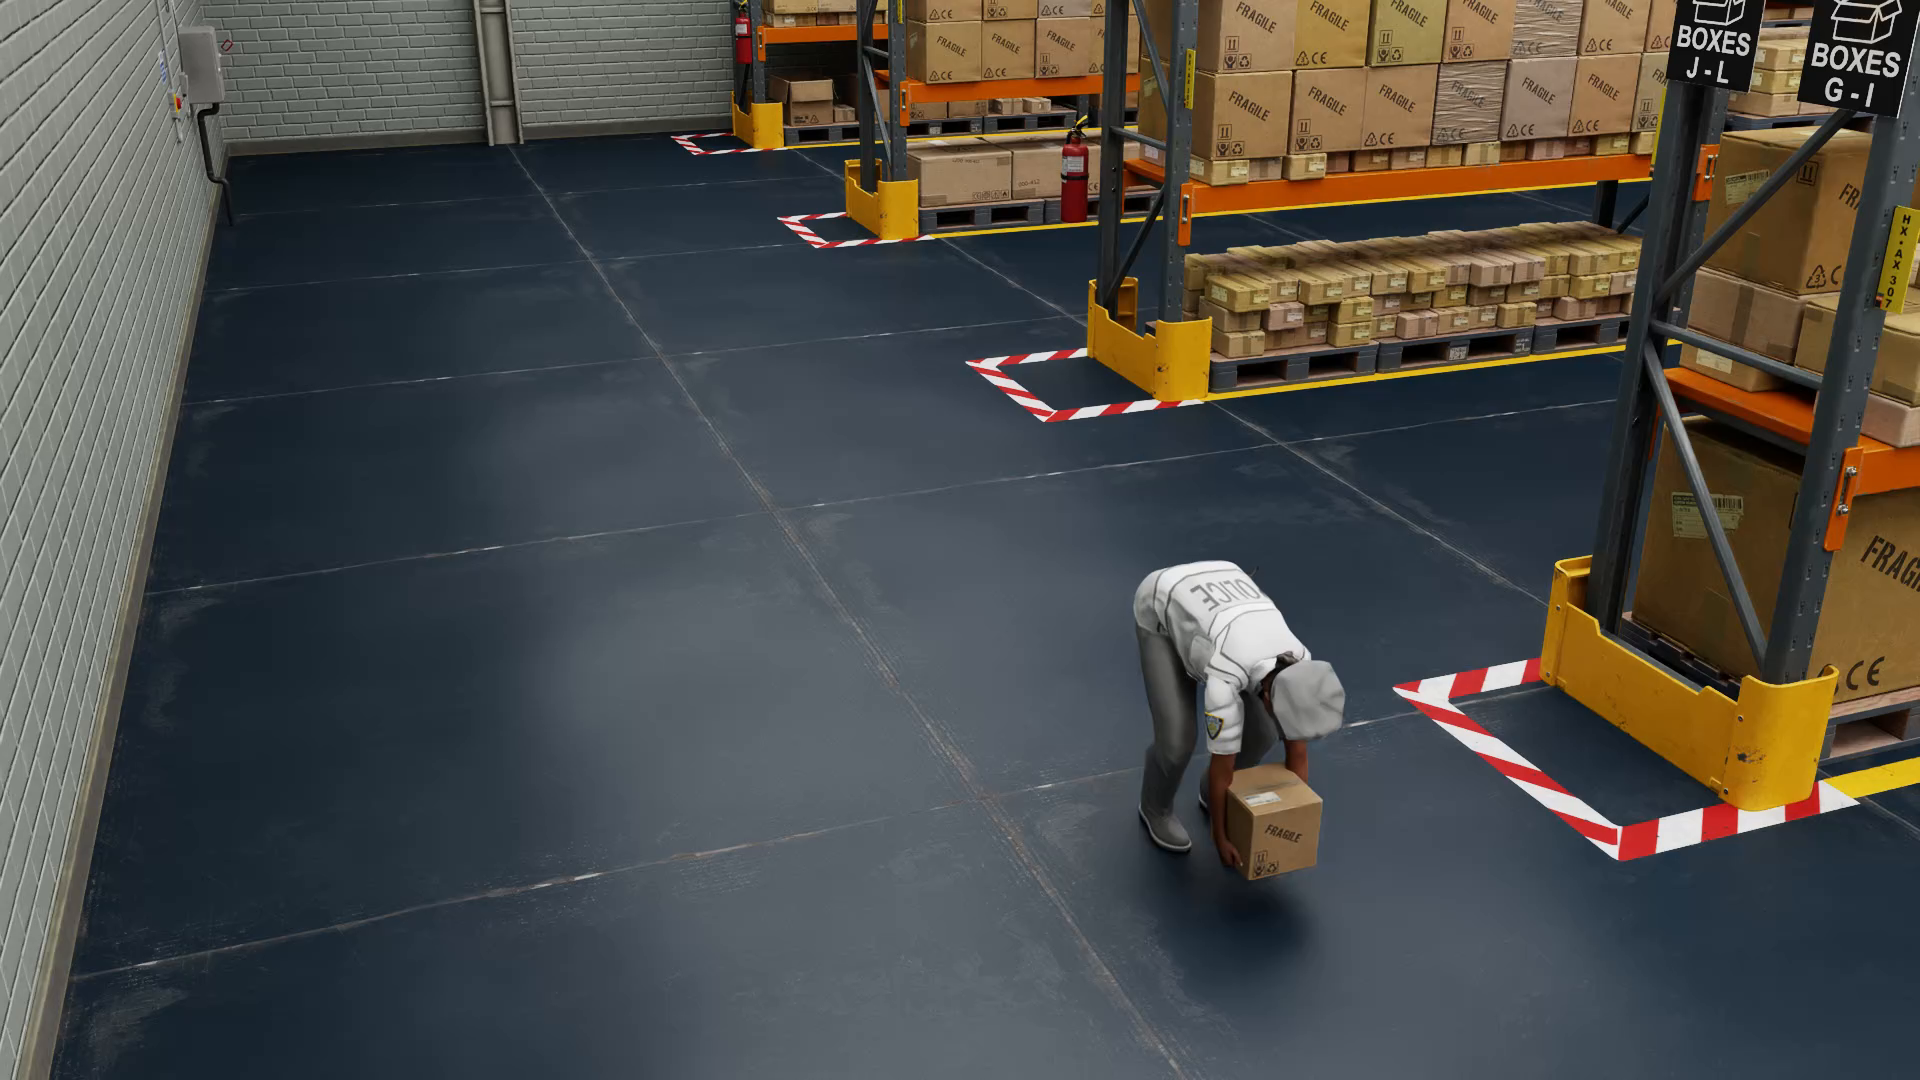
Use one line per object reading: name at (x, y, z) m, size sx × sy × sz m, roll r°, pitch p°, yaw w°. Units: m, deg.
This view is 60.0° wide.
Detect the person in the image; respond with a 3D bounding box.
person at (0.903, 0.621, 5.488) m, size 0.449 × 0.987 × 0.928 m, roll -9°, pitch 24°, yaw -21°
